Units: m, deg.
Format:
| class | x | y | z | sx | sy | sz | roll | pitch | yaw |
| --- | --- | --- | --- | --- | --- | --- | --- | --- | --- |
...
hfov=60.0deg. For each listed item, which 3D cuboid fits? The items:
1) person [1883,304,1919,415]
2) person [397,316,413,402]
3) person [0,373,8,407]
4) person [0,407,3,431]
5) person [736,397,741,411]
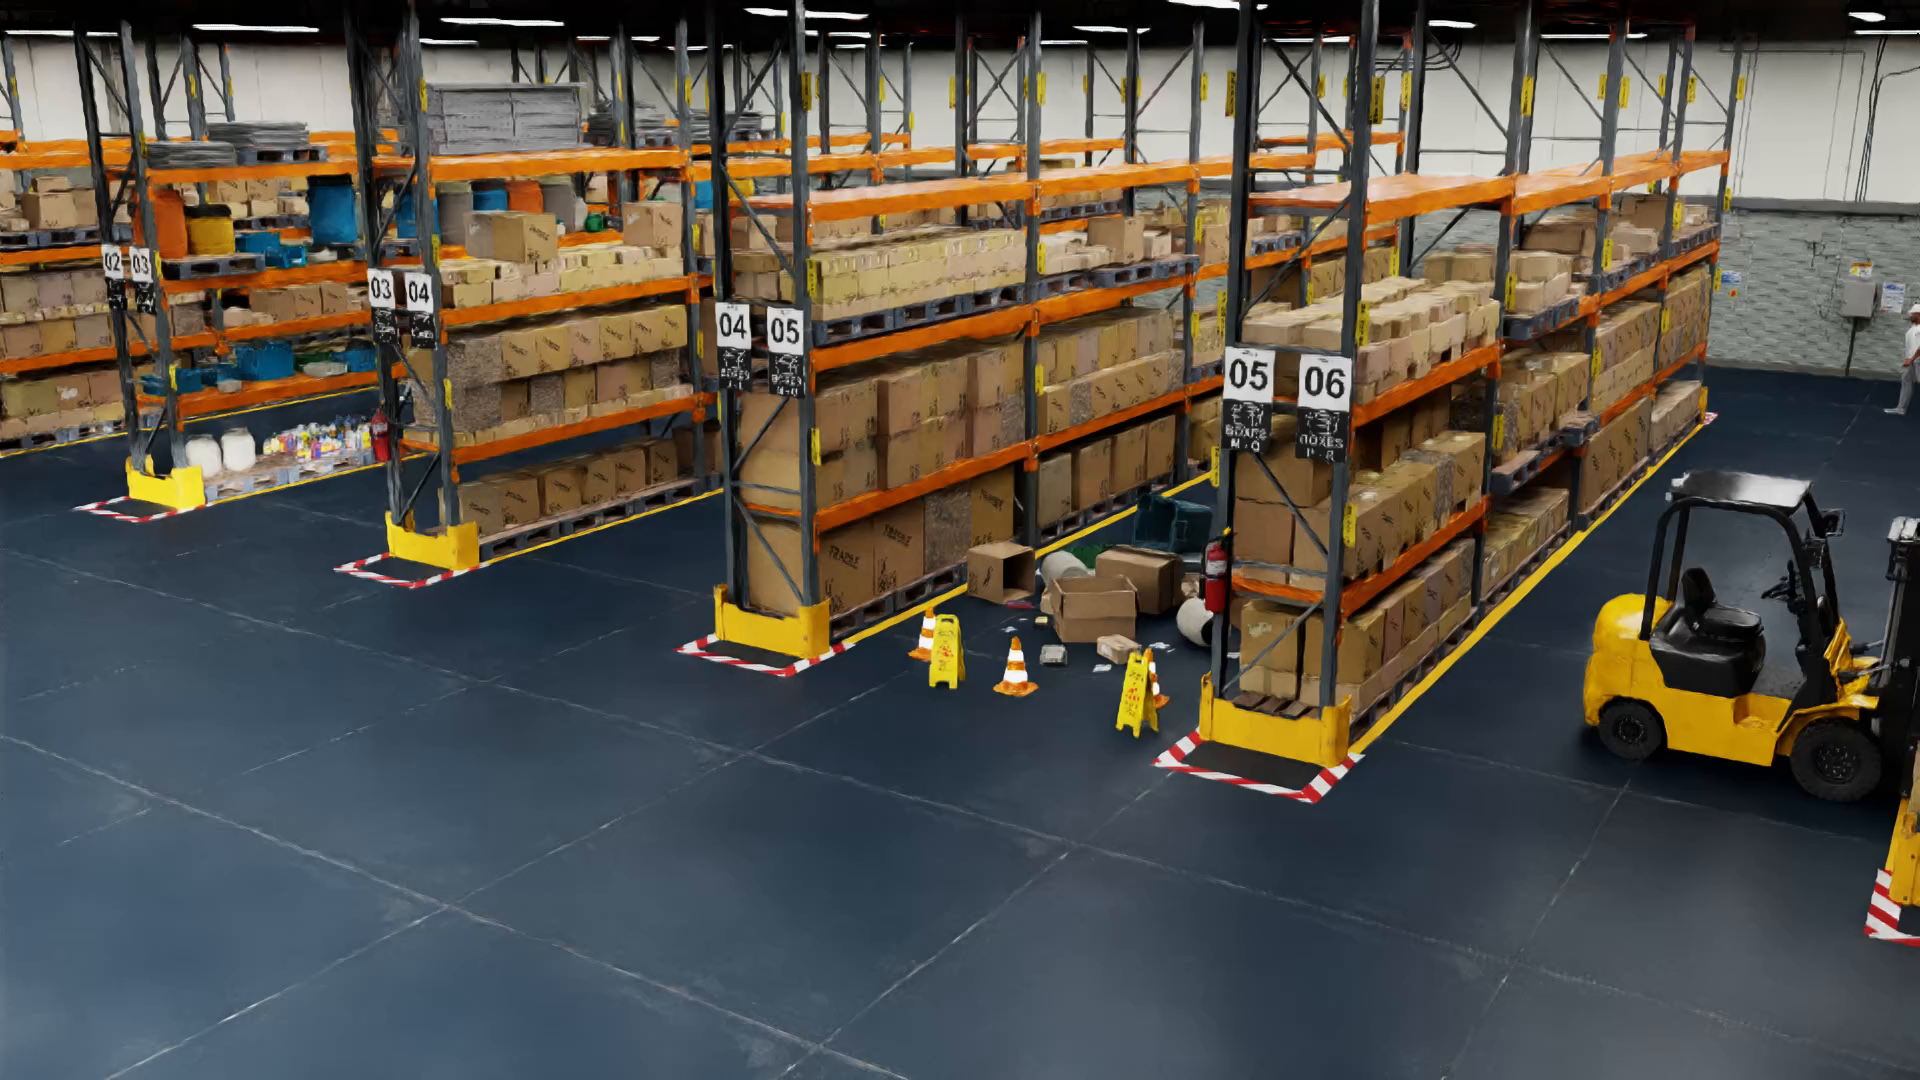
| class | x | y | z | sx | sy | sz | roll | pitch | yaw |
| --- | --- | --- | --- | --- | --- | --- | --- | --- | --- |
| person | 15.049 | -2.822 | 26.112 | 0.708 | 1.762 | 0.586 | 1 | 16 | 5 |
| person | -9.065 | -3.121 | 27.391 | 0.444 | 1.604 | 1.018 | 7 | 17 | 23 |
| person | -15.284 | -2.894 | 26.381 | 0.688 | 1.719 | 0.822 | 4 | 16 | 15 |
| person | -12.616 | -1.476 | 21.179 | 0.759 | 1.770 | 0.531 | -8 | 18 | -28 |
| person | -3.374 | -2.604 | 25.390 | 0.577 | 1.691 | 1.114 | 11 | 19 | 33 |
